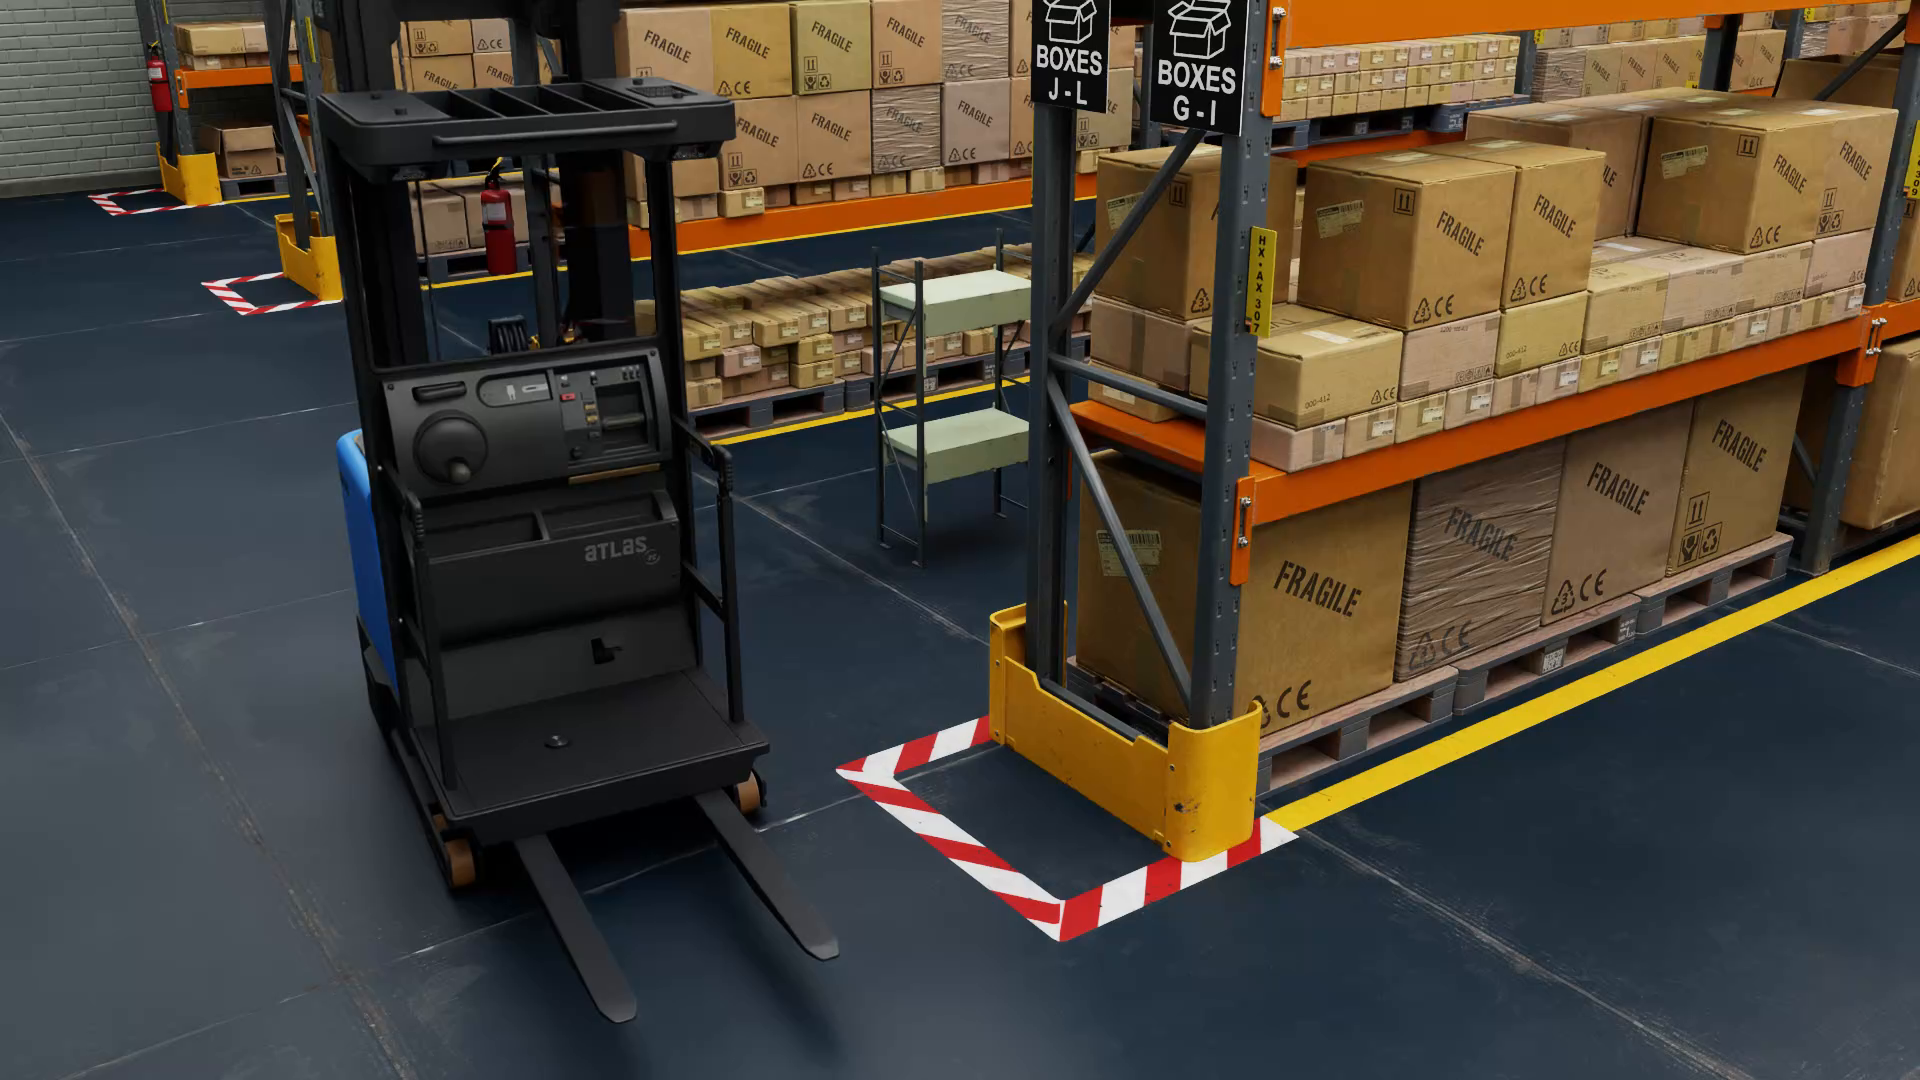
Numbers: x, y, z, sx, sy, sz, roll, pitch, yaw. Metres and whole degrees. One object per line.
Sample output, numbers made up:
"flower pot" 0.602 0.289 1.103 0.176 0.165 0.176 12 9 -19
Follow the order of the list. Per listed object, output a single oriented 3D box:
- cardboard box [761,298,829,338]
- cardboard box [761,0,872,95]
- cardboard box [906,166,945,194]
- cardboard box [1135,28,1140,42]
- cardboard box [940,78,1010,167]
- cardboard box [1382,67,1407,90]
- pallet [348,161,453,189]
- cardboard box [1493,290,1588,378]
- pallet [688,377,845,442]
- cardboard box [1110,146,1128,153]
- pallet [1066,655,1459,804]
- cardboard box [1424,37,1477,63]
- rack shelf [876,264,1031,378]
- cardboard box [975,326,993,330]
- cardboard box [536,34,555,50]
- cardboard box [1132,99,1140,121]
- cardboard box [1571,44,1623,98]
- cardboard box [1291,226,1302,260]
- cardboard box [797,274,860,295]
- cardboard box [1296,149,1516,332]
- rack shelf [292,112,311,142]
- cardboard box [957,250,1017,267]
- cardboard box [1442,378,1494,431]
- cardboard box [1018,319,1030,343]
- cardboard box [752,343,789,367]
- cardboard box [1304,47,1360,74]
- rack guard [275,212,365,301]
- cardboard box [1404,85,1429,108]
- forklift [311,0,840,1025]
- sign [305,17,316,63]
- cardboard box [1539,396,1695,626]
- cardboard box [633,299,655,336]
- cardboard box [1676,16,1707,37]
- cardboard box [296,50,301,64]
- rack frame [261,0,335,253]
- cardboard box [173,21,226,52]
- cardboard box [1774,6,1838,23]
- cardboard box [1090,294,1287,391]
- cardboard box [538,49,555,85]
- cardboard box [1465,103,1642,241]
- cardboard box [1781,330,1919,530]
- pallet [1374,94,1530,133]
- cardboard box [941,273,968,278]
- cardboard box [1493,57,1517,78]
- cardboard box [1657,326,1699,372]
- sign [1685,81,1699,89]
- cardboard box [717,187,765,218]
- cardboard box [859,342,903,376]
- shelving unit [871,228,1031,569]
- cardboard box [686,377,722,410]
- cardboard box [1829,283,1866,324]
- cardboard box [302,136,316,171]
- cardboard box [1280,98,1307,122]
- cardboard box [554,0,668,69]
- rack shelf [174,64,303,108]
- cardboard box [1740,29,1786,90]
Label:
"cardboard box" -1.017 -1.369 10.256 0.250 0.149 0.380 -16 27 -35
"cardboard box" -0.866 -2.903 9.739 0.500 0.500 0.500 -16 27 -34
"cardboard box" -0.302 -2.276 10.393 0.250 0.149 0.380 -14 26 -32
"cardboard box" 1.667 -5.311 17.432 0.250 0.149 0.380 -17 27 -36
"cardboard box" -0.034 -2.661 10.482 0.500 0.500 0.500 -15 26 -33
"cardboard box" 3.086 -3.444 12.351 0.250 0.149 0.380 -14 26 -32
"pallet" -6.404 -4.136 18.477 1.213 0.211 1.003 -15 26 -33
"cardboard box" 1.963 -0.819 6.202 0.500 0.250 0.500 -16 27 -35
"pallet" -1.485 -0.906 10.382 1.213 0.211 1.003 -15 26 -33
"cardboard box" 0.925 -2.637 11.295 0.250 0.149 0.380 -15 26 -33
"pallet" 1.191 0.593 6.626 1.213 0.211 1.003 -15 26 -33
"cardboard box" 3.719 -3.752 12.720 0.250 0.149 0.380 -14 26 -31
"rack shelf" 0.005 -1.061 7.977 0.720 0.370 0.431 -15 26 -33
"cardboard box" 0.074 -1.519 11.035 0.250 0.149 0.380 -14 26 -32
"cardboard box" -3.411 -4.352 13.771 0.500 0.500 0.500 -15 26 -33
"cardboard box" 1.227 -3.109 11.914 0.250 0.149 0.380 -16 27 -34
"cardboard box" 5.200 -3.925 14.049 0.500 0.500 0.500 -15 26 -33
"cardboard box" 2.203 -2.115 12.455 0.500 0.500 0.500 -14 25 -30
"cardboard box" -0.860 -1.625 10.898 0.250 0.149 0.380 -16 27 -35
"cardboard box" 1.541 -1.053 5.778 0.500 0.500 0.500 -16 27 -34
"rack shelf" -3.576 -3.586 14.306 4.000 0.370 1.077 -15 26 -33
"cardboard box" 0.185 -1.909 11.611 0.250 0.149 0.380 -15 26 -34
"cardboard box" 1.695 -0.535 6.028 0.250 0.149 0.380 -15 26 -34
"cardboard box" 0.464 -1.461 11.291 0.250 0.149 0.380 -16 27 -35
"cardboard box" -1.249 -1.187 10.202 0.250 0.149 0.380 -15 26 -32
"cardboard box" 2.658 -3.467 12.008 0.250 0.149 0.380 -14 26 -31
"rack guard" -5.219 -2.321 13.538 0.348 0.500 1.175 -15 26 -33
"cardboard box" 3.302 -3.364 12.552 0.250 0.149 0.380 -16 27 -35
"forklift" -1.346 -0.397 5.436 1.130 2.935 3.031 -11 24 -26
"sign" -4.880 -3.758 12.491 0.005 0.325 0.100 -15 26 -33
"cardboard box" 2.522 -0.266 7.316 0.875 0.875 0.875 -15 26 -33
"cardboard box" -1.945 -1.358 10.229 0.250 0.149 0.380 -15 26 -32
"cardboard box" 6.288 -4.797 14.888 0.500 0.500 0.700 -15 26 -32
"cardboard box" -6.849 -5.083 17.427 0.250 0.149 0.380 -14 26 -32
"rack frame" -5.200 -3.487 13.088 0.127 3.000 1.000 -15 26 -33
"cardboard box" -7.883 -5.227 17.250 0.500 0.250 0.500 -14 26 -31
"cardboard box" 7.834 -5.258 15.866 0.550 0.550 0.875 -15 26 -33
"cardboard box" 0.826 -0.759 6.052 0.500 0.250 0.500 -15 26 -34
"cardboard box" -3.428 -3.887 13.955 0.500 0.500 0.500 -14 26 -31
"cardboard box" 2.473 -1.543 7.005 0.500 0.500 0.500 -16 27 -34
"cardboard box" 4.343 -0.724 8.464 0.875 0.875 1.225 -15 26 -33
"pallet" 3.751 -3.476 13.319 1.003 0.211 1.213 -15 26 -33
"cardboard box" 0.079 -1.635 10.924 0.250 0.149 0.380 -16 27 -35
"cardboard box" 4.132 -3.724 13.052 0.250 0.149 0.380 -14 26 -32
"cardboard box" 2.736 -0.812 6.723 0.250 0.149 0.380 -15 26 -34
"sign" 3.510 -2.034 7.990 0.005 0.325 0.100 -15 26 -33
"cardboard box" -1.340 -1.984 9.660 0.250 0.149 0.380 -16 27 -34
"cardboard box" -0.576 -1.179 10.583 0.250 0.149 0.380 -16 27 -35
"shelving unit" 0.005 -0.698 8.122 0.755 1.500 0.431 -15 26 -33
"cardboard box" -1.614 -0.908 9.904 0.250 0.149 0.380 -14 26 -32
"cardboard box" 3.779 -1.090 7.420 0.250 0.149 0.380 -15 26 -33
"cardboard box" -6.833 -4.291 17.908 0.500 0.500 0.700 -14 26 -31
"cardboard box" 2.240 -3.079 11.839 0.250 0.149 0.380 -15 26 -32
"cardboard box" -2.000 -2.843 9.587 0.500 0.500 0.500 -16 27 -34
"rack shelf" -6.478 -5.078 18.046 4.000 0.370 1.077 -15 26 -33
"cardboard box" 7.247 -4.470 15.416 0.500 0.500 0.500 -15 26 -33
